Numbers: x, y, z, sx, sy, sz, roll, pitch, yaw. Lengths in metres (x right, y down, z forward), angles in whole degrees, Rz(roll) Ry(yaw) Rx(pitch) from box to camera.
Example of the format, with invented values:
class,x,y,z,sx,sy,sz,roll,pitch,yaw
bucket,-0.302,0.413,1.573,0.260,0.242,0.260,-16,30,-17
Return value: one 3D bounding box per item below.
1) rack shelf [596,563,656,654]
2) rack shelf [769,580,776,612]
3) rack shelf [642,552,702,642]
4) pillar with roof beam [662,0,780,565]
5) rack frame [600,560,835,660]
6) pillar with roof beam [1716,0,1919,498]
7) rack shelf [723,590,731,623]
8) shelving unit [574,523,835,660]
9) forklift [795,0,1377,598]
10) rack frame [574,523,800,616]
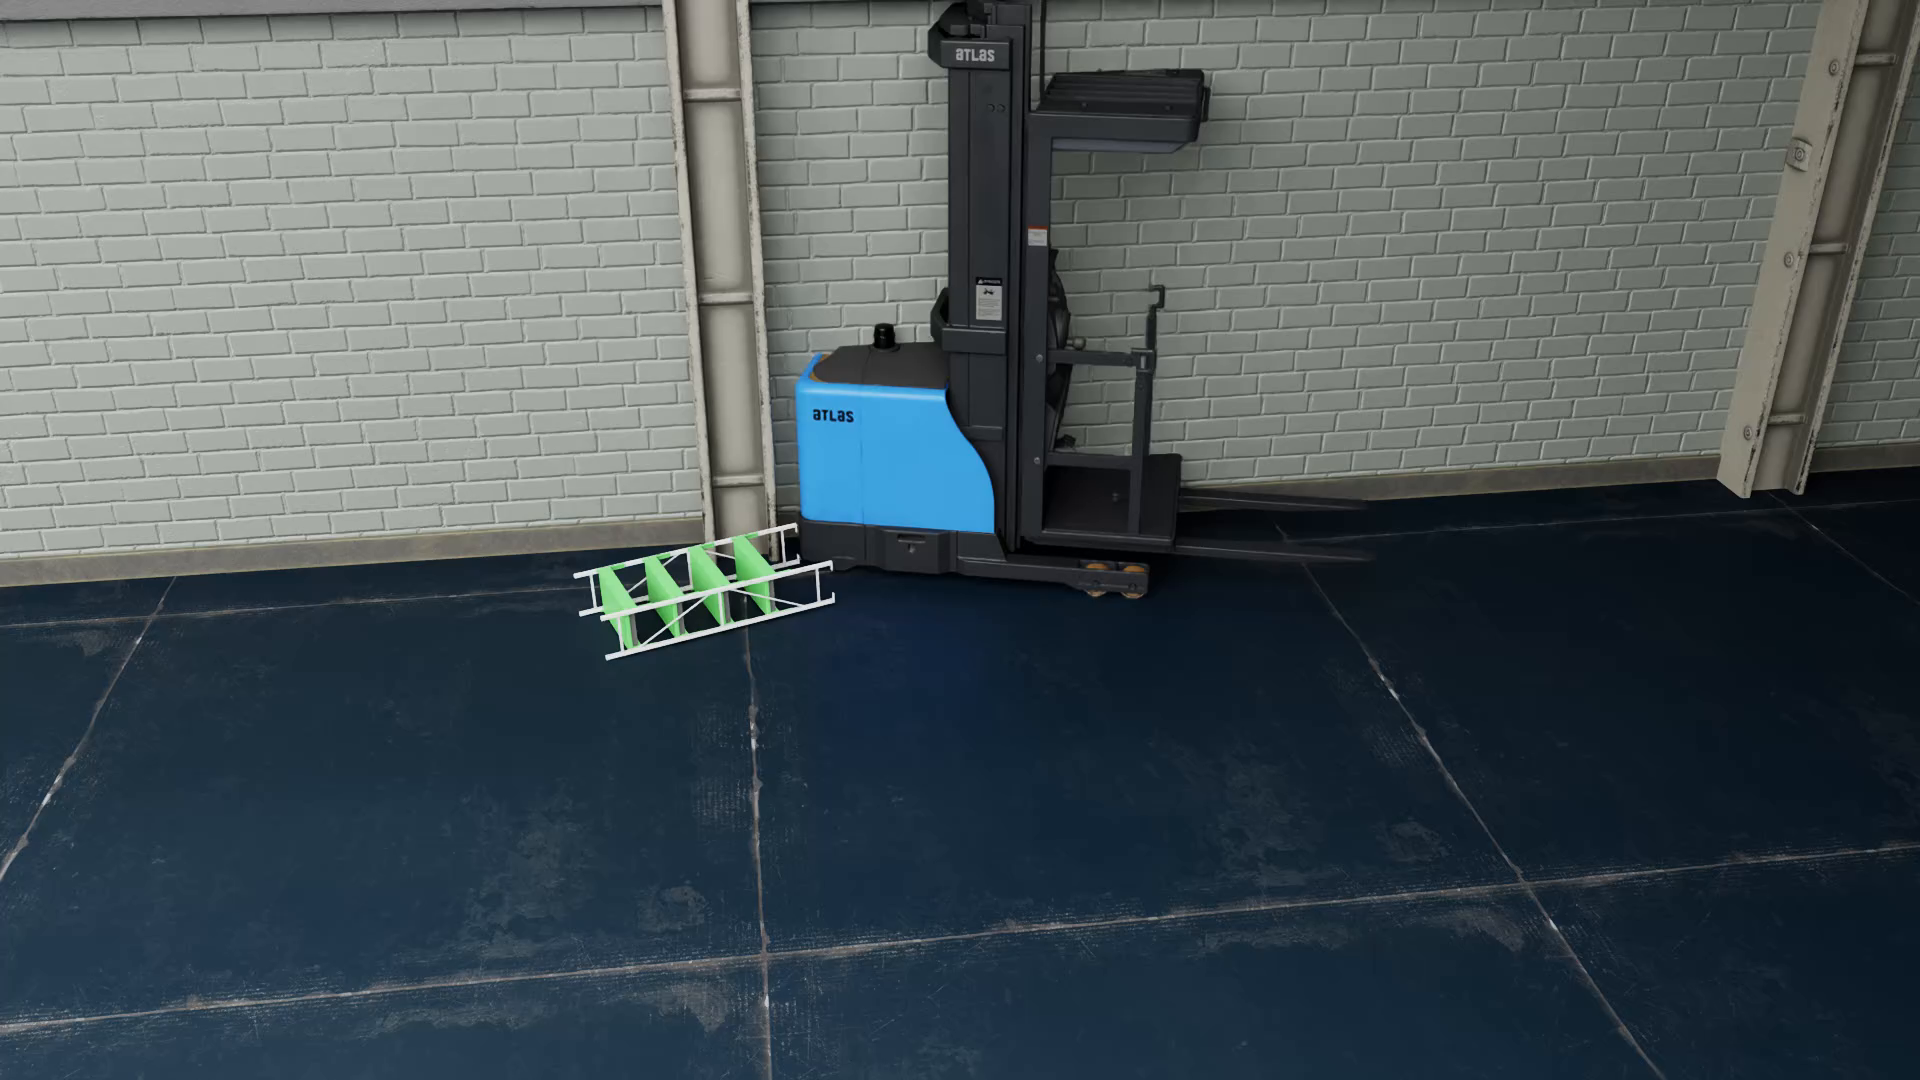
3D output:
class,x,y,z,sx,sy,sz,roll,pitch,yaw
rack shelf,-1.667,0.337,8.301,0.148,0.258,0.480,-14,30,-23
rack shelf,-1.049,0.186,8.571,0.029,0.199,0.442,-14,30,-23
rack shelf,-1.452,0.285,8.395,0.148,0.258,0.480,-14,30,-23
pillar with roof beam,-0.595,-2.003,3.296,0.400,9.000,9.100,-4,27,-7
rack frame,-1.186,0.344,8.269,1.200,0.240,0.015,-14,30,-23
pillar with roof beam,5.346,-2.384,4.040,0.400,9.000,9.100,-4,27,-7
rack shelf,-1.263,0.238,8.477,0.029,0.199,0.442,-14,30,-23
shelving unit,-1.295,0.246,8.464,1.200,0.258,0.503,-14,30,-23
forklift,0.702,-1.261,8.497,3.031,2.935,1.130,4,27,8
rack frame,-1.404,0.148,8.659,1.200,0.240,0.015,-14,30,-23
